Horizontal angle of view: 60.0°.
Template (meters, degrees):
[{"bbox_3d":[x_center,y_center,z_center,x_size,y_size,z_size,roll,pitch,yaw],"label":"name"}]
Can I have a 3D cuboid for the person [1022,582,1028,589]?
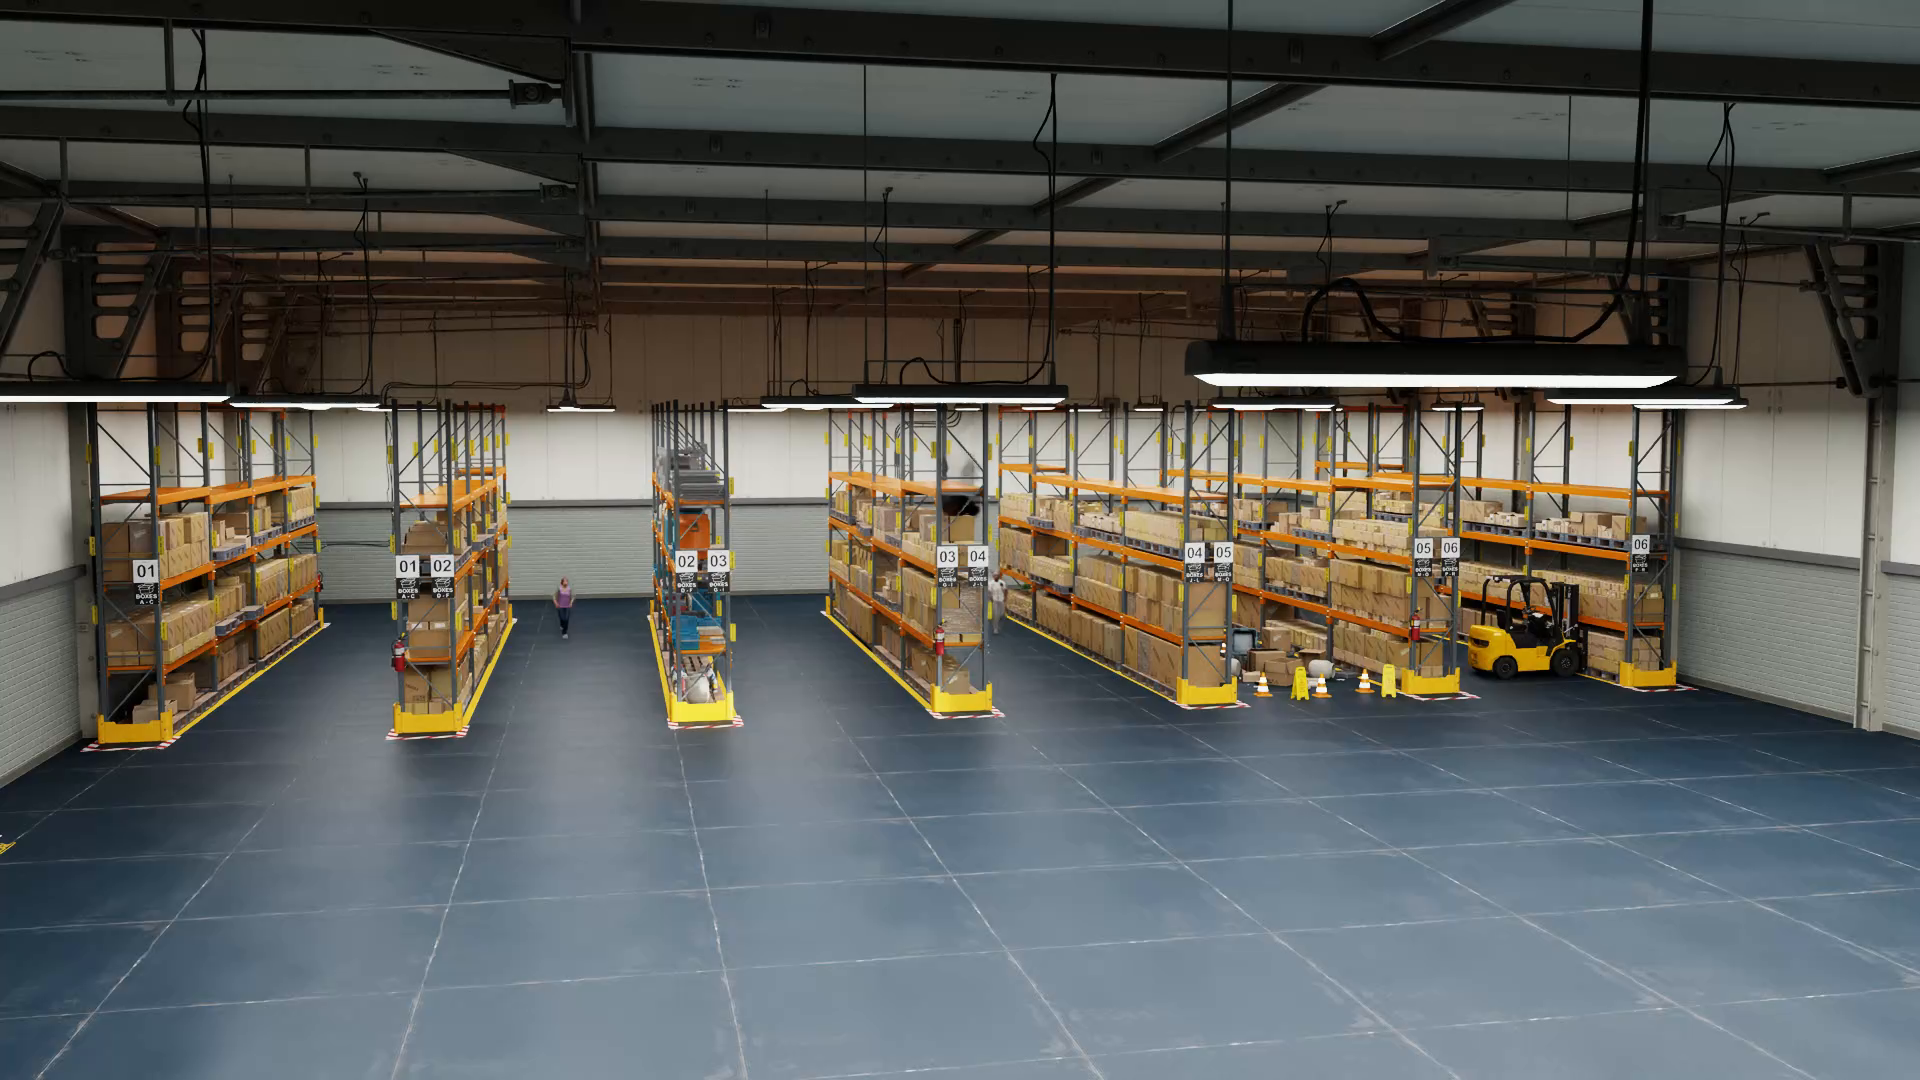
[{"bbox_3d":[2.119,1.080,50.107,0.632,1.752,0.644,-1,4,-11],"label":"person"}]

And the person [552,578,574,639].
[{"bbox_3d":[-10.137,1.744,42.586,0.542,1.564,0.488,-2,5,-24],"label":"person"}]

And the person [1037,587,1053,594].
[{"bbox_3d":[2.506,1.228,49.780,0.765,1.498,0.594,4,6,44],"label":"person"}]

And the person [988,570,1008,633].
[{"bbox_3d":[0.987,1.617,43.595,0.585,1.665,0.481,-1,4,-8],"label":"person"}]
